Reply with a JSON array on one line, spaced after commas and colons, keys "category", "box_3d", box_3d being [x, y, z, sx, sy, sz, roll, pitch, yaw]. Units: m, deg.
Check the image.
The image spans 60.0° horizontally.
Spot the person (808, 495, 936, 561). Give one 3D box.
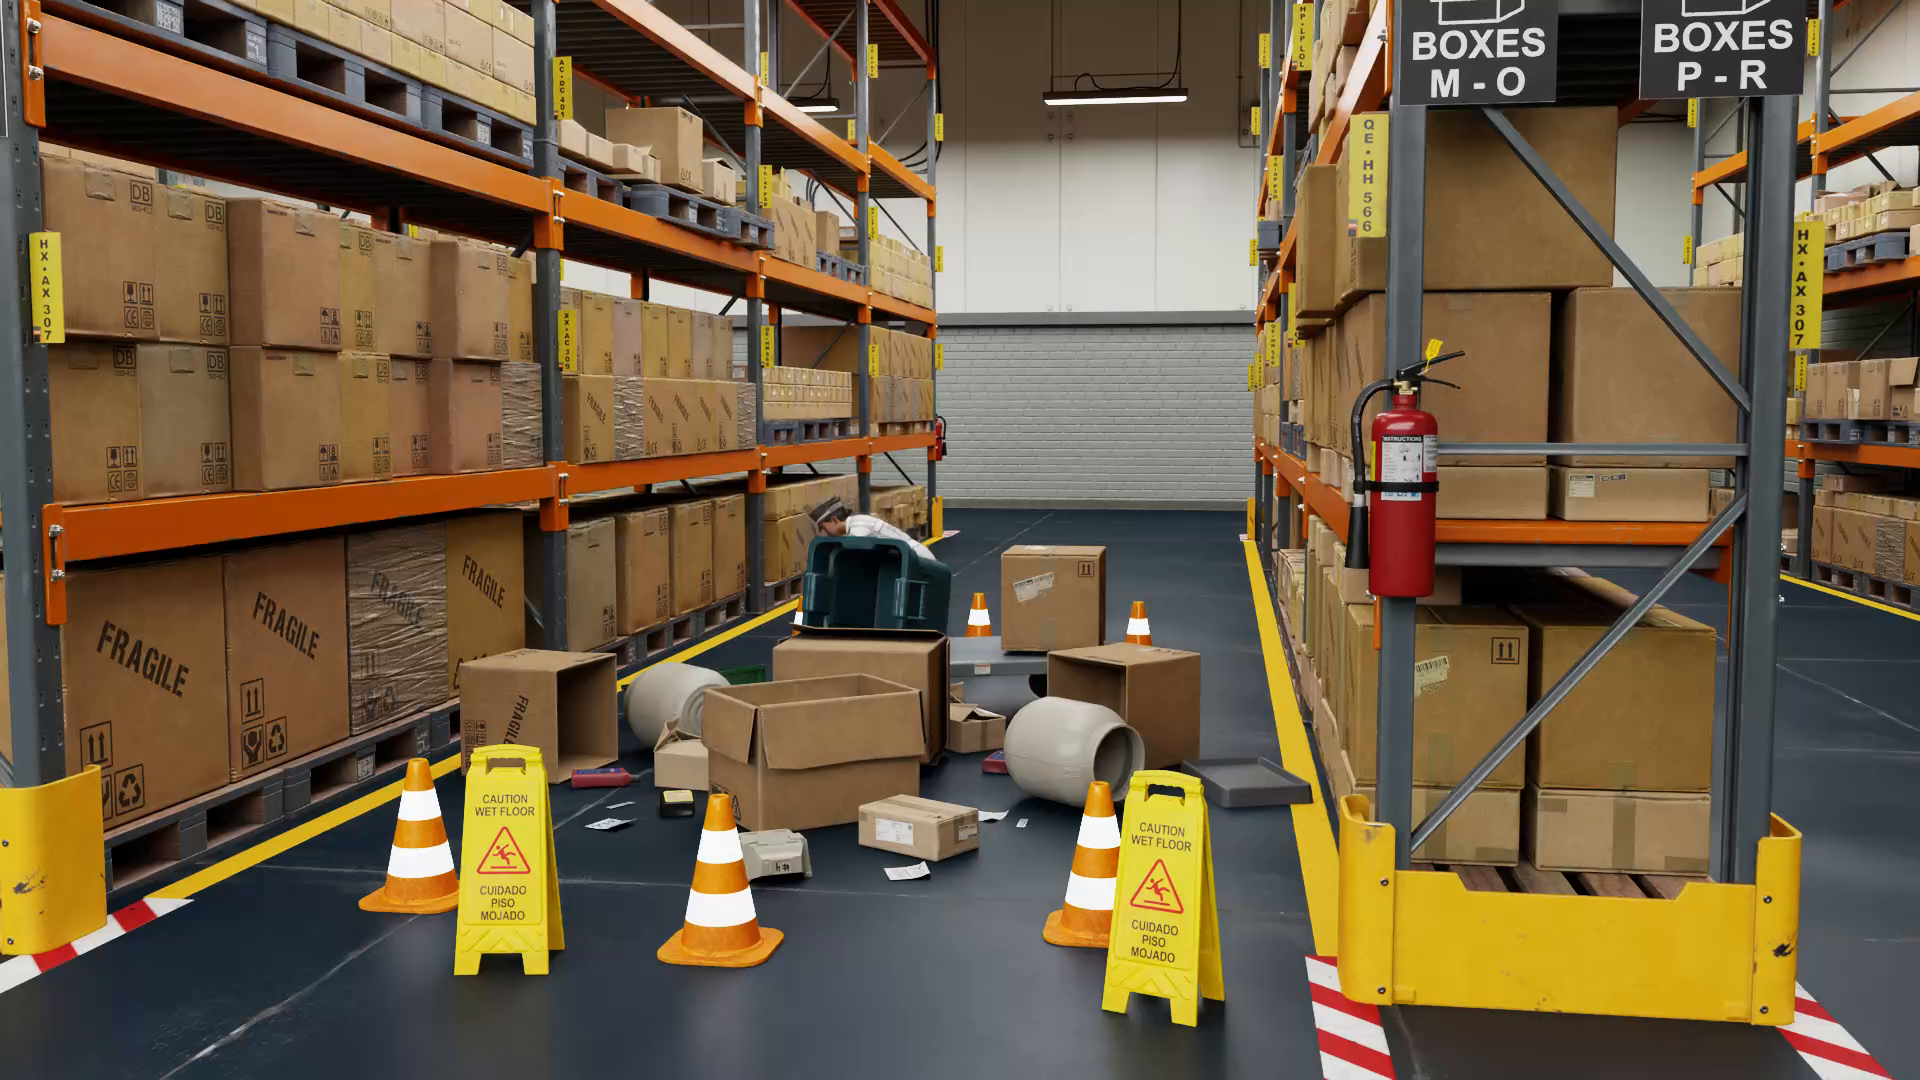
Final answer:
[{"category": "person", "box_3d": [-0.579, 0.232, 10.872, 0.832, 1.052, 0.501, 1, 5, 9]}]
